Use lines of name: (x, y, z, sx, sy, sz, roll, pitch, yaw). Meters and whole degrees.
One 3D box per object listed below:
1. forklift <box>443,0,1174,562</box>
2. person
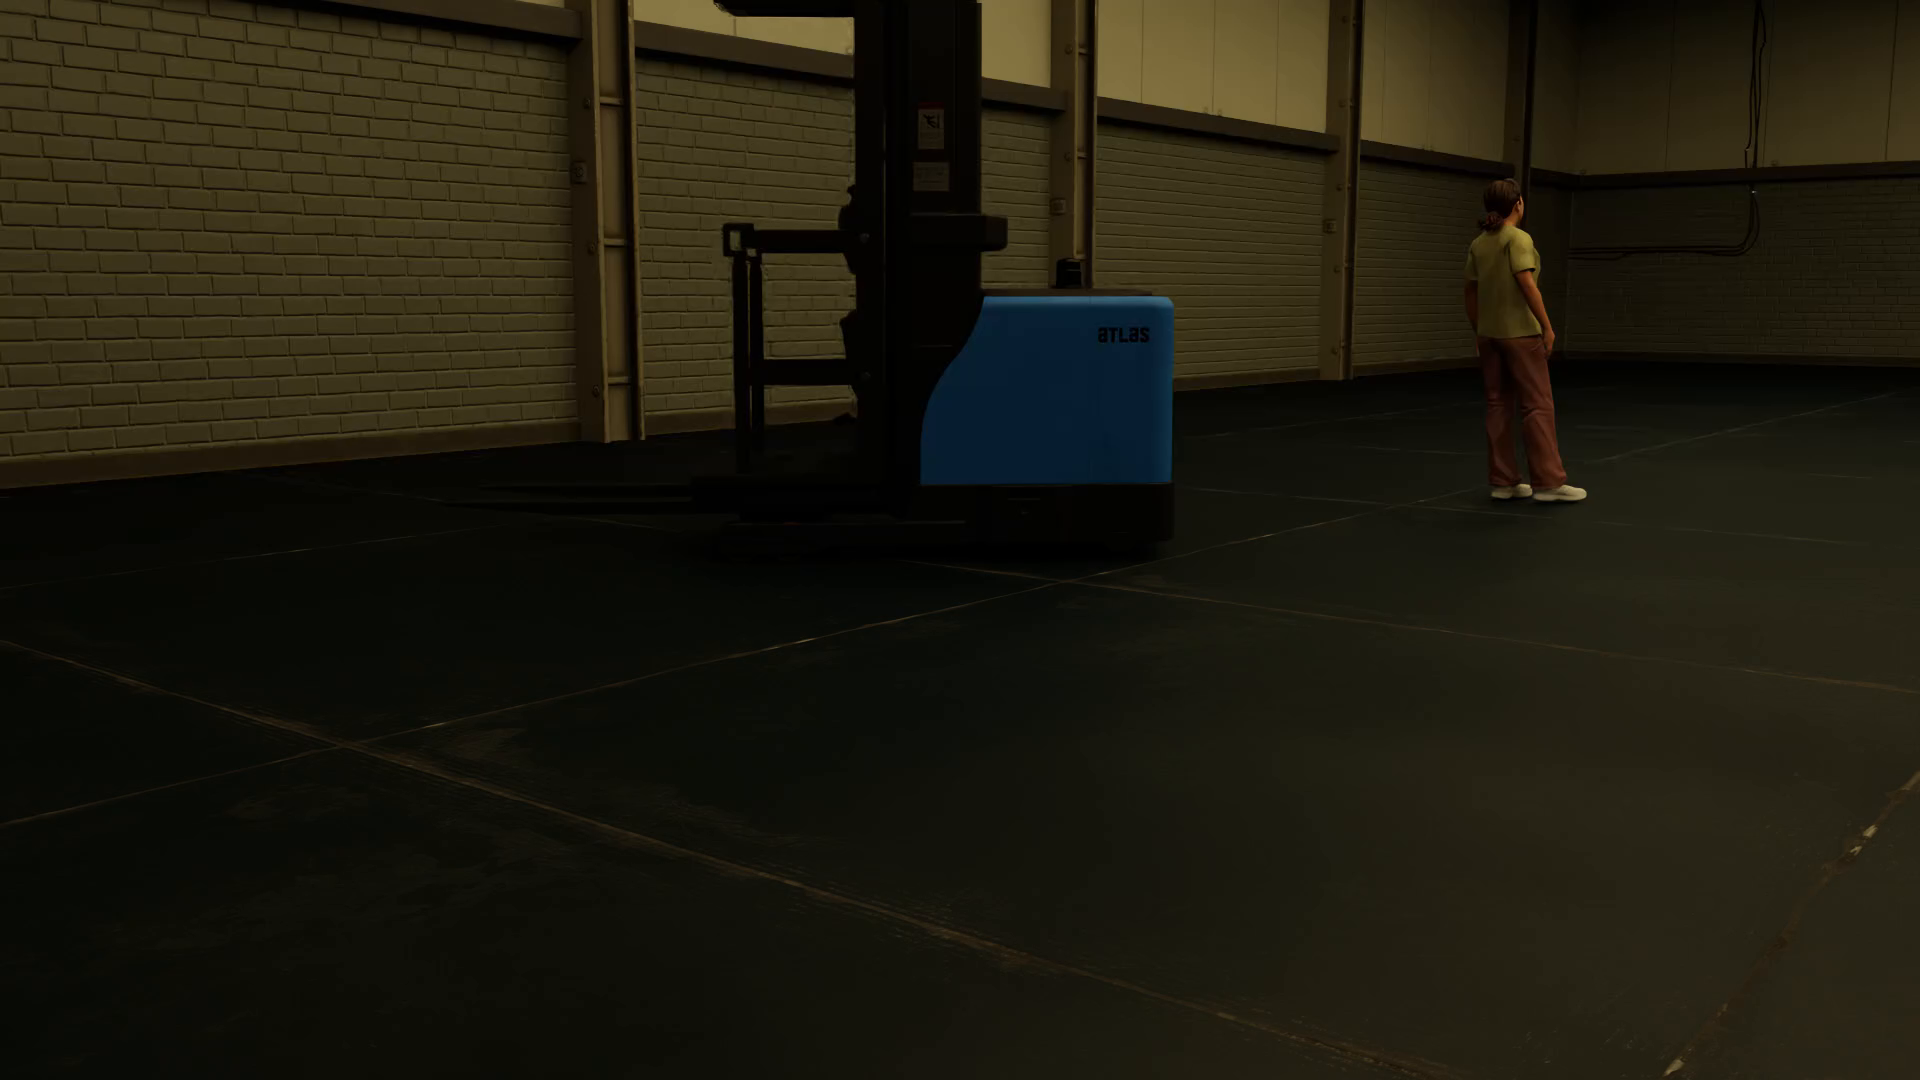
forklift: (-0.645, -1.438, 7.107, 3.031, 2.935, 1.130, 0, 8, -3)
person: (2.953, -1.052, 8.758, 0.549, 1.674, 0.553, -4, 9, -25)
